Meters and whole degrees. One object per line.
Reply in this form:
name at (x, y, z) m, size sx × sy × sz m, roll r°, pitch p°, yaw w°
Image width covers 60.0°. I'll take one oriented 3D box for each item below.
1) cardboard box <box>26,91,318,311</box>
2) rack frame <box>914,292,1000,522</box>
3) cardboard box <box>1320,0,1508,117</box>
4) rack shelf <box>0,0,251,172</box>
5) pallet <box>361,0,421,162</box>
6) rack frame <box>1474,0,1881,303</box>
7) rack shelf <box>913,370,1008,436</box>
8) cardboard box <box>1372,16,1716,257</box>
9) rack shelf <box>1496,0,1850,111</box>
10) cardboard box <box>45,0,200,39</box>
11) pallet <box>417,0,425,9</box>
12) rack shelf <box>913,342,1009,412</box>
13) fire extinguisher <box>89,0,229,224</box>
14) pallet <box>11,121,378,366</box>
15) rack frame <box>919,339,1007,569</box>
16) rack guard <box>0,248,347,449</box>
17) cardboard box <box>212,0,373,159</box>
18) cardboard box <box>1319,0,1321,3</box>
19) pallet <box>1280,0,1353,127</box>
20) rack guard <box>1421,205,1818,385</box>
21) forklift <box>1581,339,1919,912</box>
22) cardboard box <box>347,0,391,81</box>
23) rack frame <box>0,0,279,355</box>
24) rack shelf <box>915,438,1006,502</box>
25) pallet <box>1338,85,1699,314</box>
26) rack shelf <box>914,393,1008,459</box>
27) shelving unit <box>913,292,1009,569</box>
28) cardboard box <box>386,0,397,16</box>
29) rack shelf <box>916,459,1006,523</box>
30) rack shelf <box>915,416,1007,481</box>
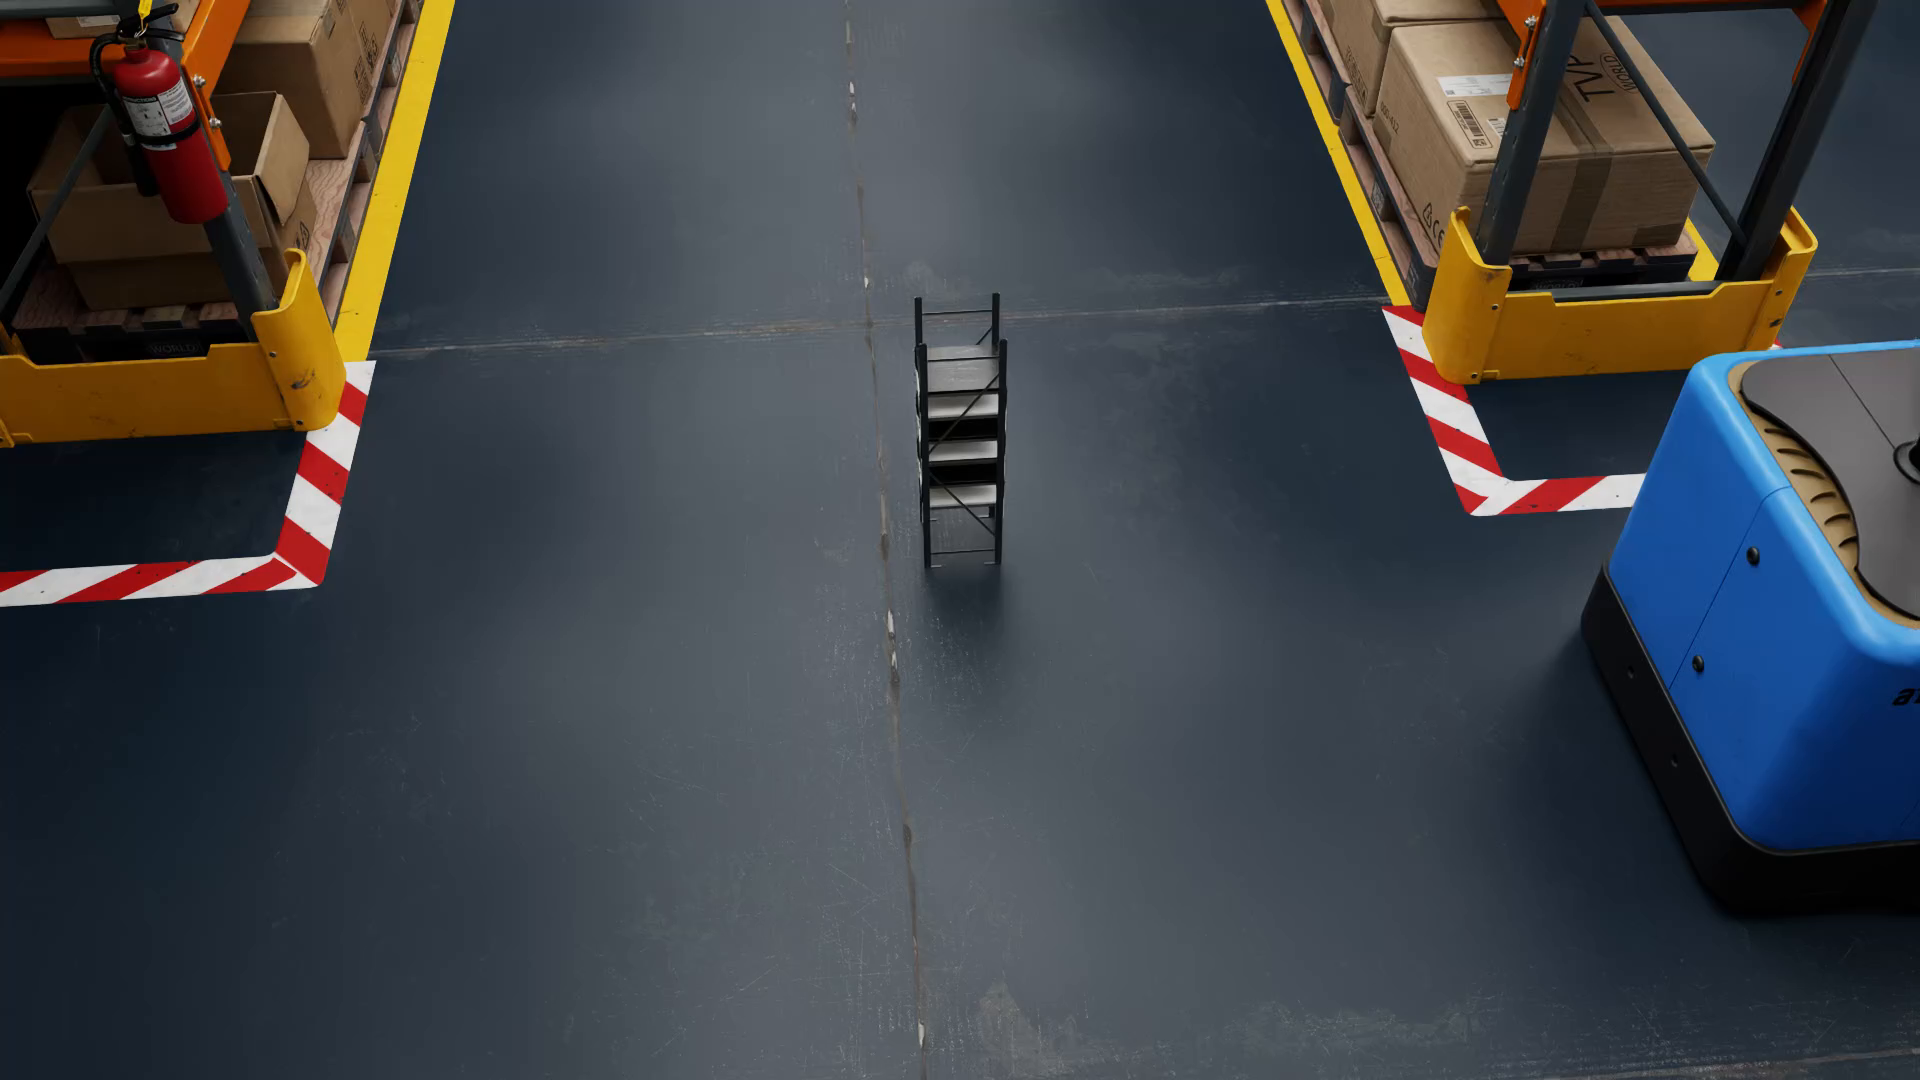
cardboard box at (-2.662, -1.172, 5.724) m, size 0.797 × 0.503 × 0.637 m, roll -5°, pitch 47°, yaw -5°
rack frame at (-0.008, -0.377, 4.987) m, size 0.240 × 0.900 × 0.006 m, roll -3°, pitch 47°, yaw -3°
cardboard box at (2.001, -2.139, 6.685) m, size 0.875 × 0.438 × 0.875 m, roll -2°, pitch 47°, yaw -2°
rack shelf at (-2.872, -2.637, 6.177) m, size 1.077 × 0.370 × 4.000 m, roll -3°, pitch 47°, yaw -3°
pallet at (-2.878, -1.991, 6.991) m, size 1.003 × 0.211 × 1.213 m, roll -3°, pitch 47°, yaw -3°
rack frame at (2.241, -1.742, 4.834) m, size 1.000 × 3.000 × 0.127 m, roll -3°, pitch 47°, yaw -3°
rack shelf at (0.001, -0.404, 4.811) m, size 0.258 × 0.077 × 0.200 m, roll -3°, pitch 47°, yaw -3°
cardboard box at (2.086, -1.477, 6.058) m, size 0.875 × 0.438 × 0.875 m, roll -5°, pitch 47°, yaw -5°
rack shelf at (2.074, -2.942, 6.466) m, size 1.077 × 0.370 × 4.000 m, roll -3°, pitch 47°, yaw -3°
cardboard box at (-2.459, -1.606, 4.878) m, size 0.380 × 0.149 × 0.250 m, roll -4°, pitch 47°, yaw -4°
pallet at (-2.983, -2.876, 7.828) m, size 1.003 × 0.211 × 1.213 m, roll -3°, pitch 47°, yaw -3°
rack shelf at (0.001, -0.466, 4.746) m, size 0.258 × 0.077 × 0.200 m, roll -3°, pitch 47°, yaw -3°
fire extinguisher at (-2.232, -1.205, 4.635) m, size 0.296 × 0.674 × 0.183 m, roll -3°, pitch 47°, yaw -3°
pallet at (-2.779, -1.110, 6.157) m, size 1.003 × 0.211 × 1.213 m, roll -3°, pitch 47°, yaw -3°
rack frame at (0.009, -0.230, 4.848) m, size 0.240 × 0.900 × 0.006 m, roll -3°, pitch 47°, yaw -3°
rack guard at (-2.711, -0.633, 5.505) m, size 1.175 × 0.500 × 0.348 m, roll -3°, pitch 47°, yaw -3°
cardboard box at (-2.694, -1.792, 6.313) m, size 0.700 × 0.500 × 0.500 m, roll -2°, pitch 47°, yaw -2°
cardboard box at (1.927, -2.791, 7.303) m, size 0.875 × 0.438 × 0.875 m, roll -5°, pitch 47°, yaw -4°
pallet at (1.997, -2.238, 7.224) m, size 1.003 × 0.211 × 1.213 m, roll -3°, pitch 47°, yaw -3°
rack guard at (2.243, -0.865, 5.725) m, size 1.175 × 0.500 × 0.348 m, roll -3°, pitch 47°, yaw -3°
forklift at (3.384, -0.506, 3.710) m, size 3.031 × 2.935 × 1.130 m, roll -4°, pitch 47°, yaw -4°
cardboard box at (-2.639, -2.180, 6.681) m, size 0.500 × 0.500 × 0.500 m, roll -3°, pitch 47°, yaw -3°
rack frame at (-2.705, -1.438, 4.546) m, size 1.000 × 3.000 × 0.127 m, roll -3°, pitch 47°, yaw -3°
rack shelf at (0.001, -0.219, 5.007) m, size 0.258 × 0.077 × 0.200 m, roll -3°, pitch 47°, yaw -3°
pallet at (2.096, -1.357, 6.390) m, size 1.003 × 0.211 × 1.213 m, roll -3°, pitch 47°, yaw -3°
rack shelf at (0.001, -0.343, 4.877) m, size 0.258 × 0.077 × 0.200 m, roll -3°, pitch 47°, yaw -3°
shelving unit at (0.001, -0.304, 4.918) m, size 0.258 × 0.900 × 0.210 m, roll -3°, pitch 47°, yaw -3°
cardboard box at (-2.781, -2.543, 7.025) m, size 0.700 × 0.500 × 0.500 m, roll -5°, pitch 47°, yaw -5°
rack shelf at (0.001, -0.157, 5.073) m, size 0.258 × 0.077 × 0.200 m, roll -3°, pitch 47°, yaw -3°
rack shelf at (0.001, -0.281, 4.942) m, size 0.258 × 0.077 × 0.200 m, roll -3°, pitch 47°, yaw -3°
